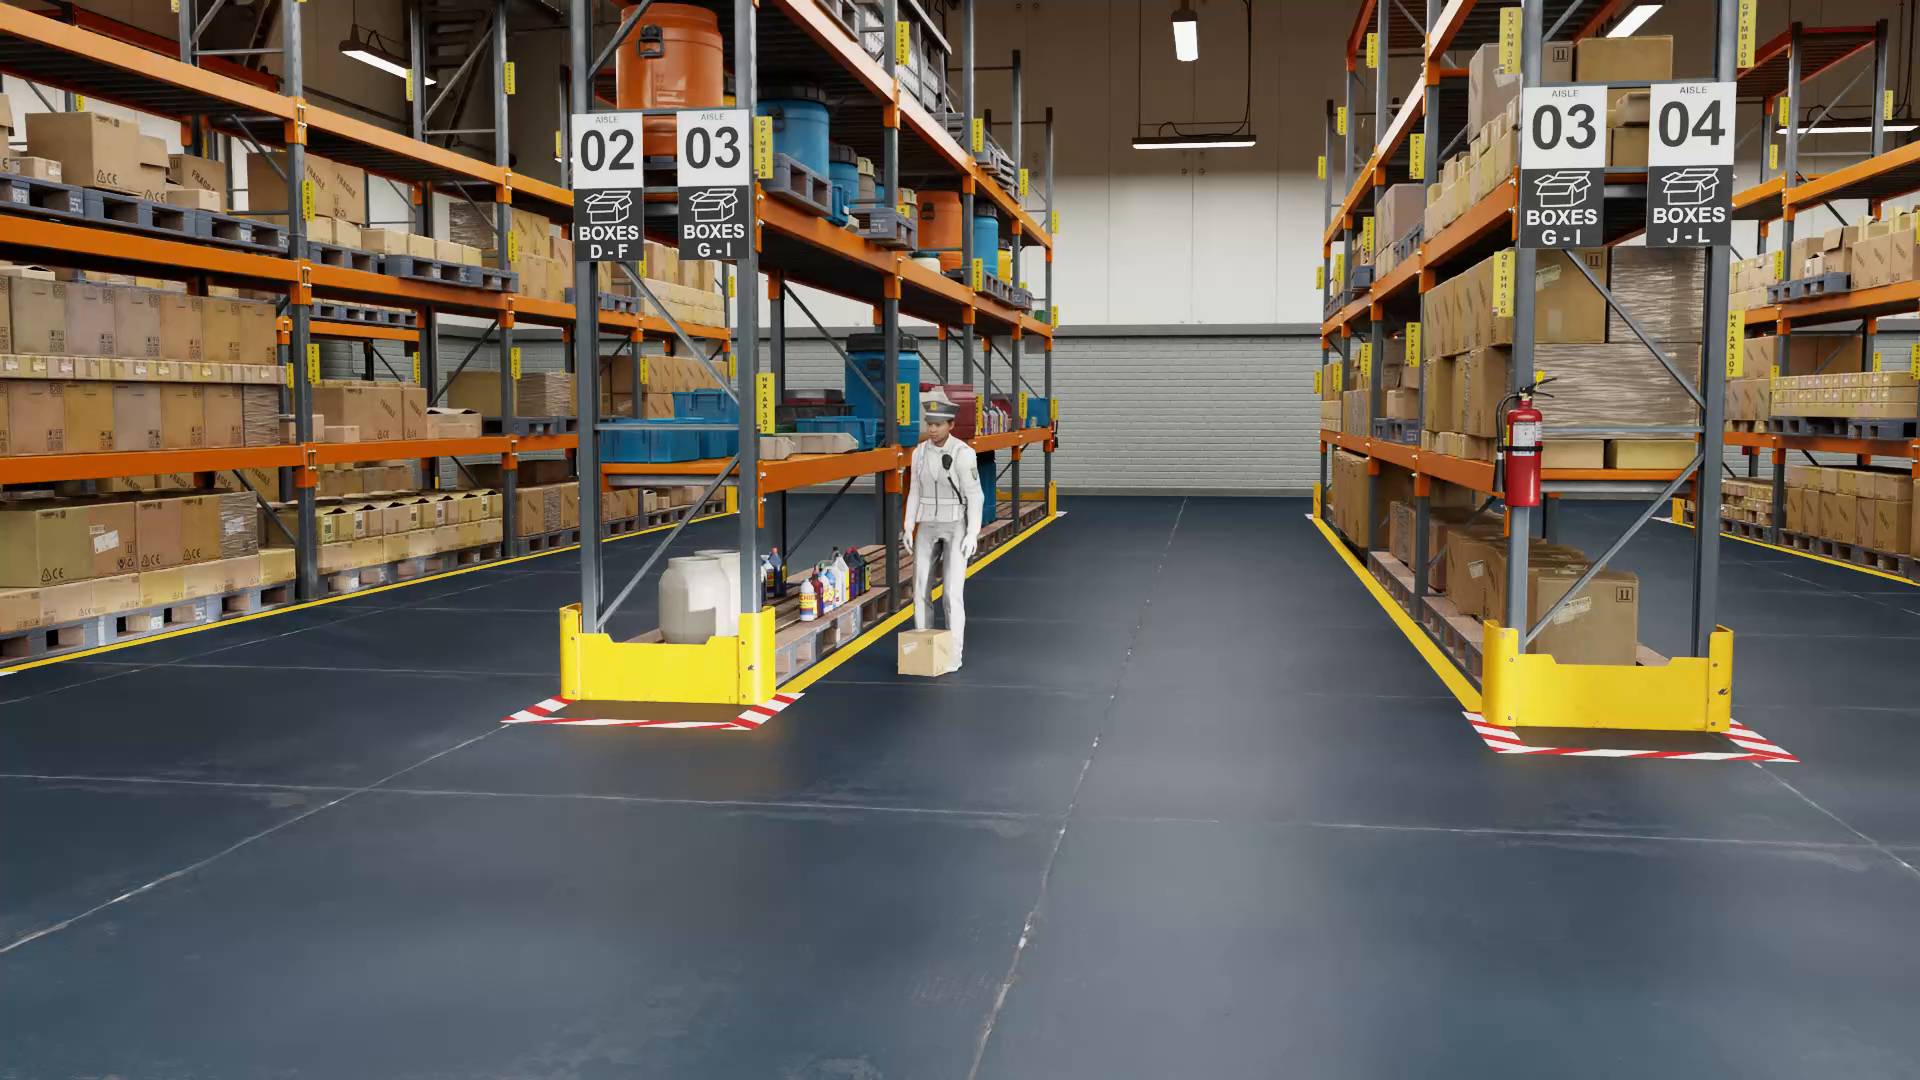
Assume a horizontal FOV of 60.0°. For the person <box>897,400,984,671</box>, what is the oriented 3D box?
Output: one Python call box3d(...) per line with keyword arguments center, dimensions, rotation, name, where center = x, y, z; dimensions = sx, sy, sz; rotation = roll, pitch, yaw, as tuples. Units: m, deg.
box3d(center=(-0.120, -0.035, 10.314), dimensions=(0.525, 1.663, 0.410), rotation=(2, 5, 27), name="person")
